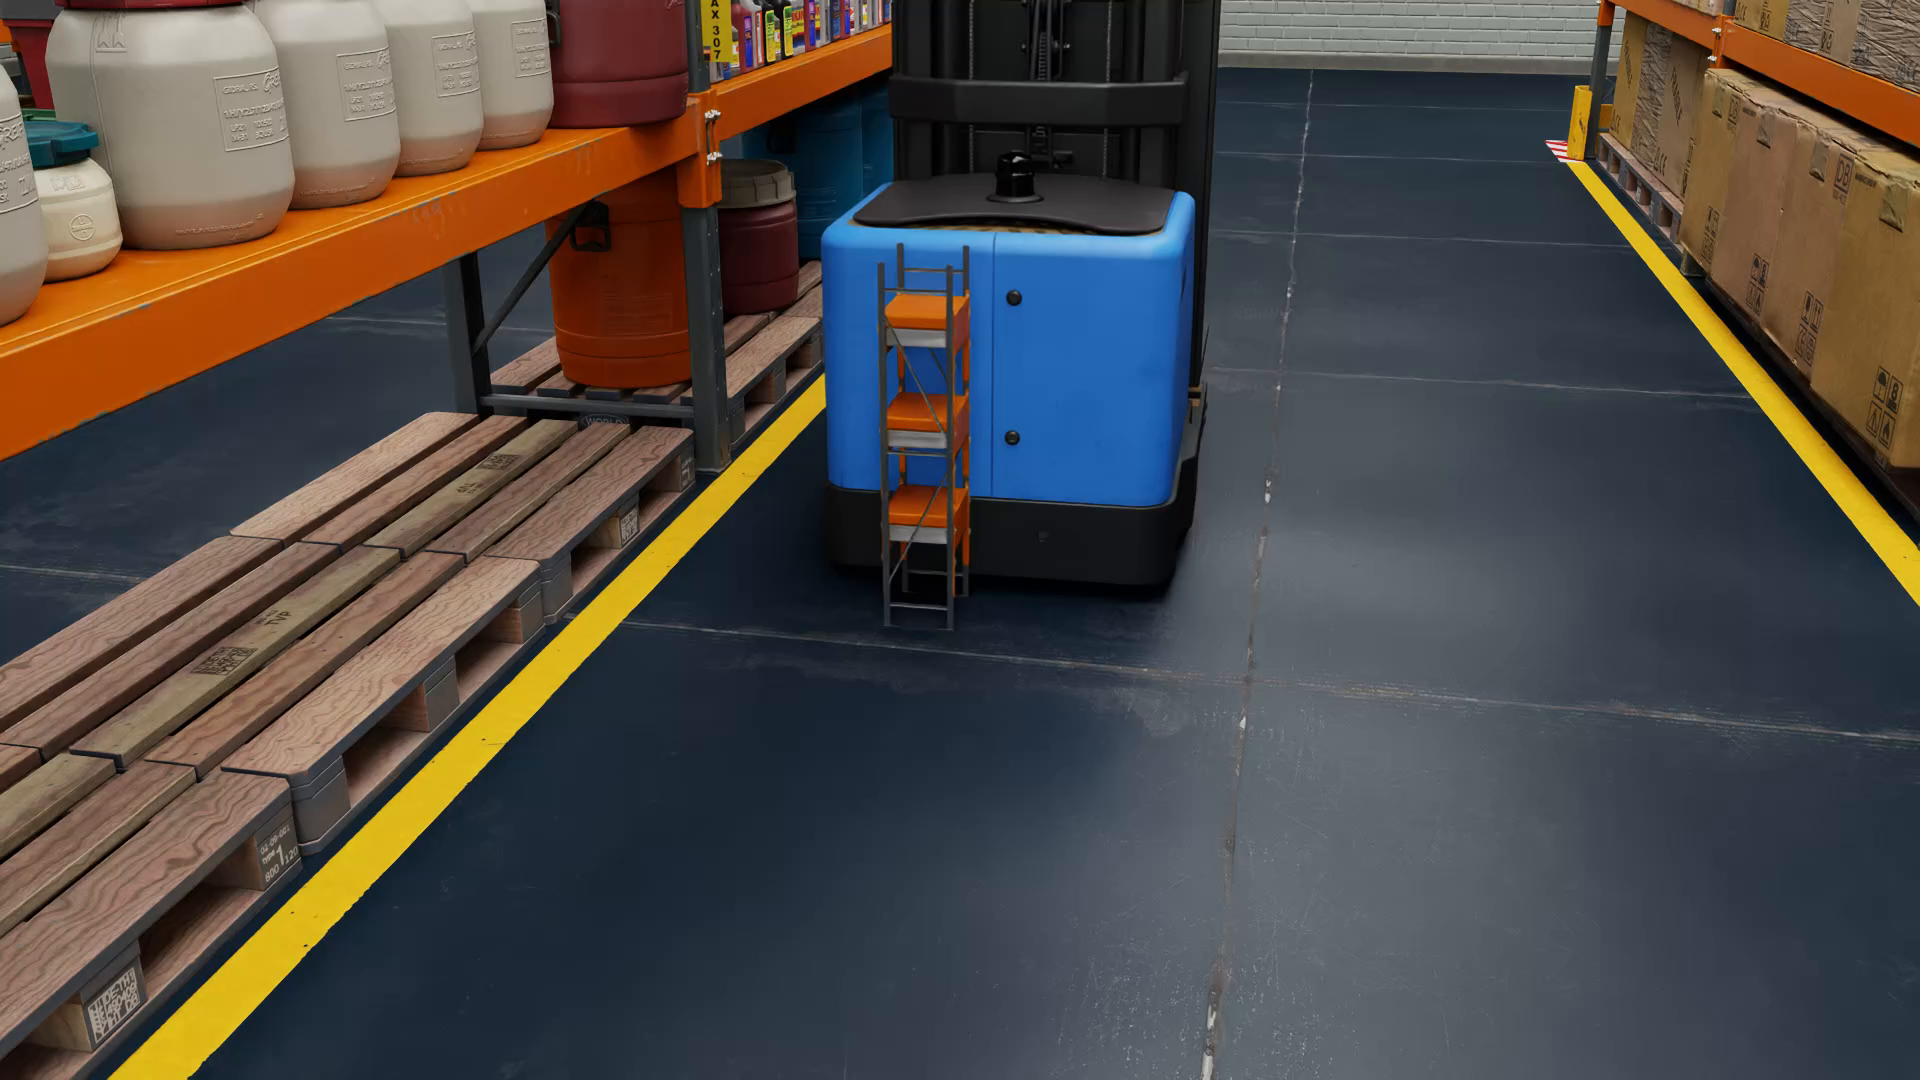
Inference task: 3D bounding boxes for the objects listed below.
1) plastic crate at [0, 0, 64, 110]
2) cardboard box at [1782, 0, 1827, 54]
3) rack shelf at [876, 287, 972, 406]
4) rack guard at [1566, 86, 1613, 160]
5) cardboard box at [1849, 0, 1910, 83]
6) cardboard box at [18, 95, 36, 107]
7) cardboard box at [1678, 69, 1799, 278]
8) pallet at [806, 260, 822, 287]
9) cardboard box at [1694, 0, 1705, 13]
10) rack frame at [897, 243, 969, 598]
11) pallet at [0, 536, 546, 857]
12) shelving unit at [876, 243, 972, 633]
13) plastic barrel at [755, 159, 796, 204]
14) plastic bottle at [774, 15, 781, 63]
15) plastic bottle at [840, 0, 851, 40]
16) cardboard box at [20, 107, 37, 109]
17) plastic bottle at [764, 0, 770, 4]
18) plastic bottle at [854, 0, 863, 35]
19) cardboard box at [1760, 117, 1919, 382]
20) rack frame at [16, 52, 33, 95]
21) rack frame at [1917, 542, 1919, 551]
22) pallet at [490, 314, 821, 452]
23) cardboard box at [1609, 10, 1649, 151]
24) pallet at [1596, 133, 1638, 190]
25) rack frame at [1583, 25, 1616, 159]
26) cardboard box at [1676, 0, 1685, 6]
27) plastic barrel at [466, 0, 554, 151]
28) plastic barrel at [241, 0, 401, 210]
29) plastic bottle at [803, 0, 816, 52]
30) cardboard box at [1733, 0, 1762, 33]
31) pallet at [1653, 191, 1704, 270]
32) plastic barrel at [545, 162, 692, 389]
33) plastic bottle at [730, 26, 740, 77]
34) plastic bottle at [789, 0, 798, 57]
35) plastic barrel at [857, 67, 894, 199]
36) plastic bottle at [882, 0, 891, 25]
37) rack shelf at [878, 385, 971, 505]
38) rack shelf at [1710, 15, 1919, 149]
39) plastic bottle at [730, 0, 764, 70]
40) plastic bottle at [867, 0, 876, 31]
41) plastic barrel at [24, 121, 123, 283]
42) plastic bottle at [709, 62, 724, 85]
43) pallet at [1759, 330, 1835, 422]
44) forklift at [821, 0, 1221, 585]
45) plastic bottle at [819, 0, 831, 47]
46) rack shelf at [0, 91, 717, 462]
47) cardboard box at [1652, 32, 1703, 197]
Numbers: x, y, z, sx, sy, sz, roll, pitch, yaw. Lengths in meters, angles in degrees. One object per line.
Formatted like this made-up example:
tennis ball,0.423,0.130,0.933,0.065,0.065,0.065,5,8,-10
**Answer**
plastic crate,-1.959,-1.142,4.088,0.402,0.464,0.583,4,22,11
cardboard box,3.792,-2.296,6.904,0.500,0.500,0.500,4,22,10
rack shelf,-0.095,-0.531,4.535,0.215,0.259,0.240,4,22,9
rack guard,5.156,-3.077,12.325,1.175,0.500,0.348,4,22,11
cardboard box,3.587,-1.920,5.972,0.500,0.500,0.500,4,22,9
cardboard box,-5.700,-2.408,10.074,0.500,0.500,0.500,3,22,8
cardboard box,4.224,-1.739,7.938,1.225,0.875,0.875,5,22,11
pallet,-0.712,-1.570,8.970,1.003,0.211,1.213,4,22,11
cardboard box,4.129,-2.880,8.825,0.380,0.149,0.250,5,22,12
rack frame,-0.074,-0.322,4.749,0.200,1.050,0.008,4,22,9
pallet,-1.777,0.339,4.230,1.003,0.211,1.213,4,22,11
shelving unit,-0.095,-0.277,4.637,0.215,1.050,0.252,4,22,9
plastic barrel,-0.989,-1.527,7.899,0.421,0.512,0.421,0,22,0
plastic bottle,-0.753,-1.980,6.520,0.097,0.201,0.097,0,22,0
plastic bottle,-0.533,-2.380,7.403,0.061,0.283,0.133,4,22,11
cardboard box,-5.292,-2.184,9.518,0.500,0.500,0.500,5,22,11
plastic bottle,-0.782,-2.318,7.161,0.144,0.351,0.185,4,22,11
plastic bottle,-0.530,-2.464,7.623,0.152,0.276,0.135,4,22,11
cardboard box,3.869,-1.088,6.321,1.225,0.875,0.875,5,22,11
rack frame,-5.362,-3.522,10.083,1.000,3.000,0.127,4,22,11
rack frame,3.519,-1.302,4.572,1.000,3.000,0.127,4,22,11
pallet,-1.210,-0.678,6.754,1.003,0.211,1.213,4,22,11
cardboard box,5.099,-3.197,11.559,0.875,0.875,0.875,4,22,11
pallet,5.064,-2.636,11.617,1.003,0.211,1.213,4,22,11
rack frame,5.151,-4.228,11.837,1.000,3.000,0.127,4,22,11
cardboard box,4.234,-3.067,9.291,0.380,0.149,0.250,5,22,12
plastic barrel,-1.331,-1.339,4.514,0.421,0.512,0.421,0,22,0
plastic barrel,-1.498,-1.040,3.738,0.433,0.535,0.433,0,22,0
plastic bottle,-0.645,-2.179,6.904,0.061,0.283,0.133,4,22,11
cardboard box,3.996,-2.662,7.815,0.500,0.500,0.500,5,22,11
pallet,4.567,-1.744,9.401,1.003,0.211,1.213,4,22,11
plastic barrel,-1.247,-1.048,6.284,0.600,0.830,0.708,4,22,11
plastic bottle,-0.855,-1.797,6.067,0.097,0.201,0.097,0,22,0
plastic bottle,-0.706,-2.097,6.716,0.097,0.271,0.097,0,22,0
plastic barrel,-0.642,-2.167,8.965,0.600,0.901,0.708,4,22,11
plastic bottle,-0.419,-2.691,8.087,0.144,0.351,0.185,4,22,11
rack shelf,-0.095,-0.268,4.641,0.215,0.259,0.240,4,22,9
rack shelf,3.927,-1.700,6.523,1.077,0.370,4.000,4,22,11
plastic bottle,-0.831,-1.925,6.285,0.152,0.276,0.135,4,22,11
plastic bottle,-0.483,-2.549,7.834,0.152,0.276,0.135,4,22,11
plastic barrel,-1.726,-0.625,3.076,0.301,0.262,0.301,0,22,0
plastic bottle,-0.925,-1.756,5.864,0.152,0.276,0.135,4,22,11
pallet,4.004,-0.736,6.899,1.003,0.211,1.213,4,22,11
forklift,0.358,-1.745,5.763,1.130,2.935,3.031,4,22,9
plastic bottle,-0.642,-2.263,7.124,0.152,0.276,0.135,4,22,11
rack shelf,-1.738,-0.615,3.828,1.077,0.370,4.000,4,22,11
cardboard box,4.731,-2.539,9.924,0.875,0.875,0.875,4,22,11
